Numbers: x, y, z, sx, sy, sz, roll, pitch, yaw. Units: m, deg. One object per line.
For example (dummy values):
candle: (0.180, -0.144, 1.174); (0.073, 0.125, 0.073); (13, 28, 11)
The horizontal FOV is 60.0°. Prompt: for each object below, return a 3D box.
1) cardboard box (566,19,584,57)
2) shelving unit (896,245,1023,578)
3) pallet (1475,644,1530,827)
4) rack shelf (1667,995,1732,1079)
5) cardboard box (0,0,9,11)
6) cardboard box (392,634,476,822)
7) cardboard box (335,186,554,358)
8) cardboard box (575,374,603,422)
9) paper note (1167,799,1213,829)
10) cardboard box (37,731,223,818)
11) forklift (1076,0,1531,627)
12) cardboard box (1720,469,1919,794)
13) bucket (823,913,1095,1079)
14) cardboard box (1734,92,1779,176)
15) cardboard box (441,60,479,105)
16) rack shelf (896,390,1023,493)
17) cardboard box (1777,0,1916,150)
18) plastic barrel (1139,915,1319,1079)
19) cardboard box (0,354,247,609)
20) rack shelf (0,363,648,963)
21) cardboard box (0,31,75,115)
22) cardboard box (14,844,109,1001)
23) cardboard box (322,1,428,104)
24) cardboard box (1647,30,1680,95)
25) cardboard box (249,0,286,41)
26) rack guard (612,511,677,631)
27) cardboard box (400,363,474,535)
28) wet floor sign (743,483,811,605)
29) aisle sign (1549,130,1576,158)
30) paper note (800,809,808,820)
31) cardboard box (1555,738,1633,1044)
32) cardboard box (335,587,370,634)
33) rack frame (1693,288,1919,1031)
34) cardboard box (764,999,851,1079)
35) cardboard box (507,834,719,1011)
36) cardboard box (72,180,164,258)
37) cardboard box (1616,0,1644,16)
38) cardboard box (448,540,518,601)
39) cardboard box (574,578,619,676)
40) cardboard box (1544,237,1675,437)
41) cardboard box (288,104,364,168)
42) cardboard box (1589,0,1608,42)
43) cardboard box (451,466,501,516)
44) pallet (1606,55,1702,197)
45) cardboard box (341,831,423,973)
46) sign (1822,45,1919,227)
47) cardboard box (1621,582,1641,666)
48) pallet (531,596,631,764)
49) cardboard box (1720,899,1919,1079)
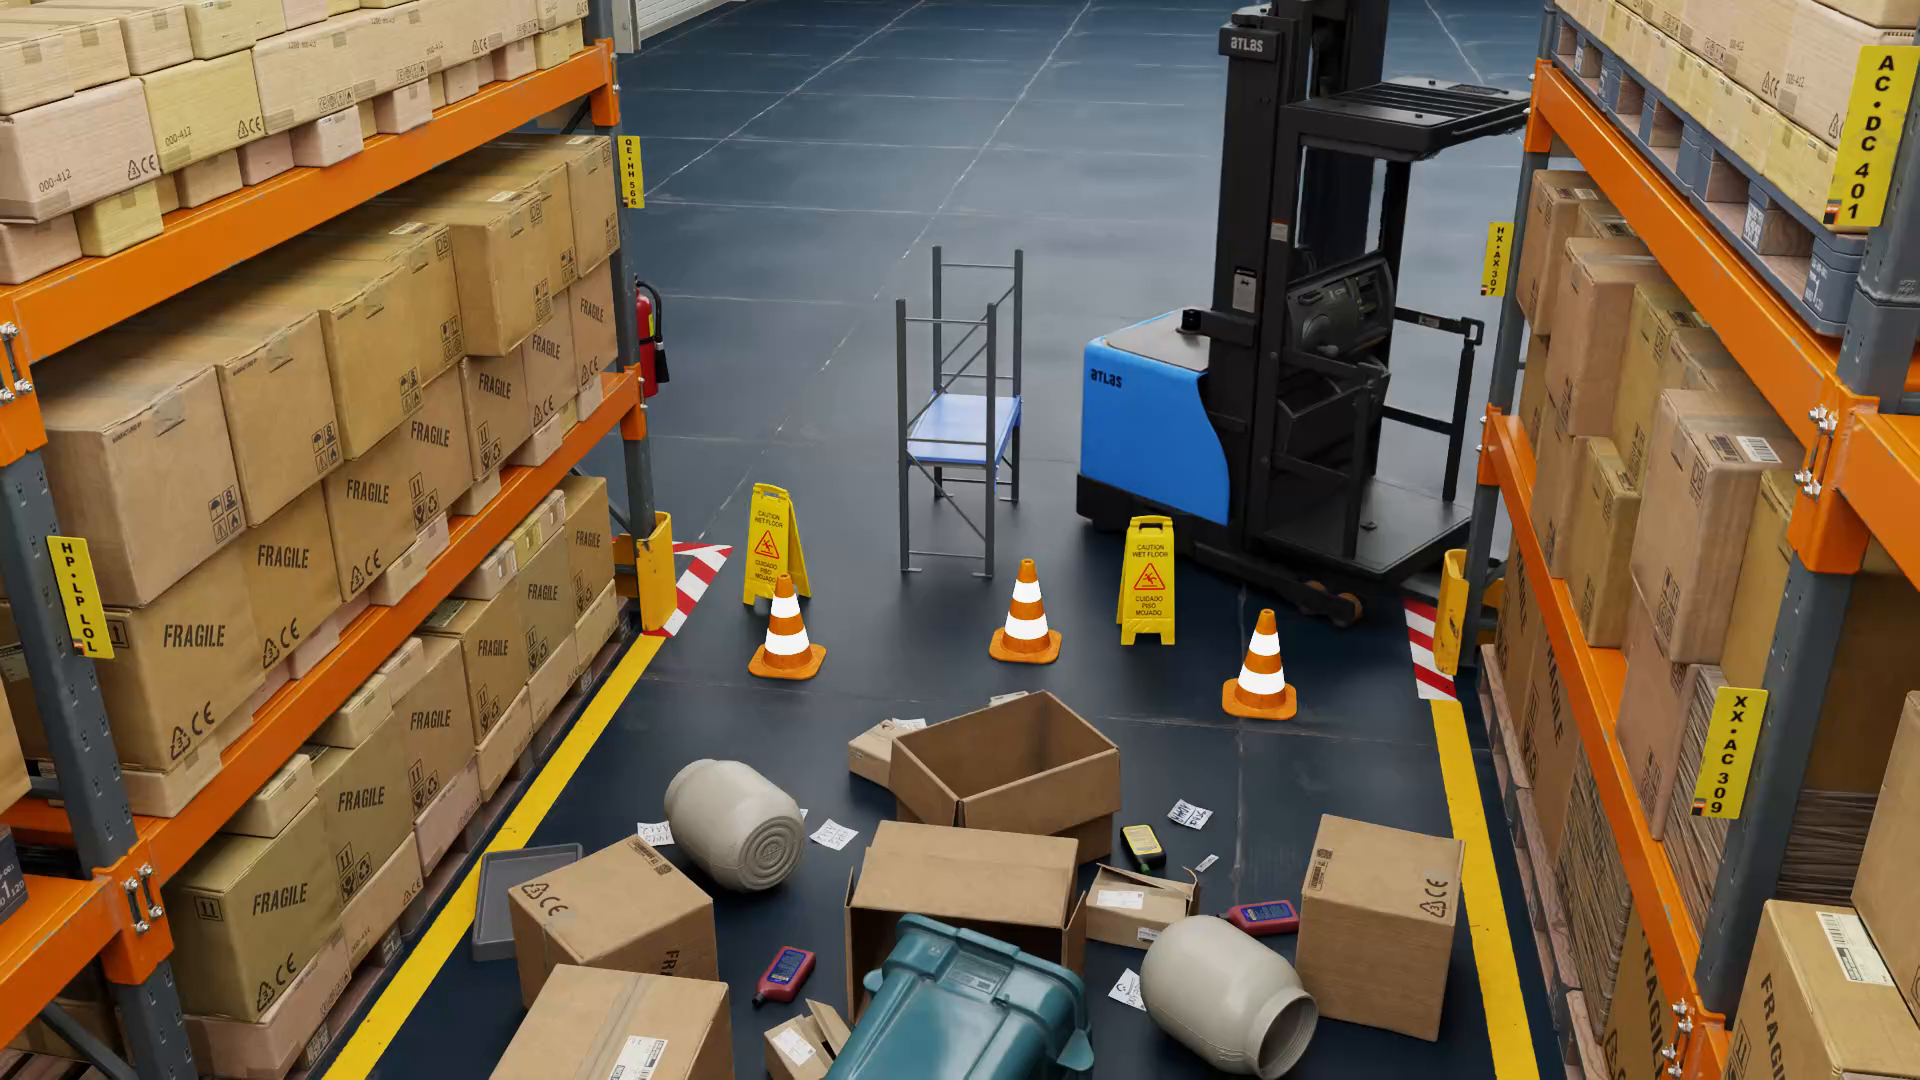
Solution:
cardboard box: (-1.814, -2.120, 6.999); (0.380, 0.149, 0.250); (4, 25, 9)
shelving unit: (0.014, -0.715, 9.008); (0.538, 1.500, 1.048); (4, 25, 9)
pallet: (2.815, 0.860, 7.165); (1.003, 0.211, 1.213); (4, 25, 9)
rack shelf: (1.887, 2.092, 2.091); (1.077, 0.370, 4.000); (4, 25, 9)
cardboard box: (-2.752, -1.341, 4.395); (0.380, 0.149, 0.250); (5, 25, 10)
cardboard box: (-2.161, 0.675, 6.133); (0.500, 0.500, 0.500); (5, 26, 11)
cardboard box: (-1.972, -1.016, 6.235); (0.700, 0.500, 0.500); (4, 25, 8)
cardboard box: (-1.814, -0.645, 7.386); (0.380, 0.149, 0.250); (4, 25, 8)
paper note: (0.944, 1.123, 6.817); (0.144, 0.017, 0.142); (13, 28, 26)
cardboard box: (-2.318, 0.633, 4.655); (0.380, 0.149, 0.250); (4, 25, 8)
forklift: (2.069, -1.144, 8.237); (3.031, 2.935, 1.130); (22, 33, 39)
cardboard box: (2.309, 0.221, 3.789); (0.875, 0.550, 0.550); (4, 25, 9)
bucket: (-0.038, 1.507, 4.560); (0.726, 0.611, 0.620); (13, 38, 26)
cardboard box: (2.040, -0.939, 3.862); (0.380, 0.149, 0.250); (4, 25, 9)
cardboard box: (-2.001, -1.696, 6.093); (0.380, 0.149, 0.250); (4, 25, 8)
rack shelf: (0.014, -0.552, 9.085); (0.538, 0.185, 1.000); (4, 25, 9)
cardboard box: (2.041, -0.955, 3.426); (0.500, 0.250, 0.500); (4, 25, 8)
plastic barrel: (0.886, 1.516, 5.512); (0.421, 0.421, 0.512); (-20, 32, -36)
cardboard box: (-2.400, -0.173, 4.433); (0.700, 0.500, 0.500); (4, 25, 8)
rack shelf: (-2.359, 0.118, 6.307); (1.077, 0.370, 4.000); (4, 25, 9)
cardboard box: (-2.312, -1.086, 3.849); (0.380, 0.149, 0.250); (4, 25, 8)
cardboard box: (-2.854, 1.079, 5.271); (0.500, 0.500, 0.500); (4, 25, 8)
cardboard box: (-2.094, -1.598, 5.412); (0.500, 0.250, 0.500); (4, 25, 9)
cardboard box: (2.207, -1.363, 4.769); (0.380, 0.149, 0.250); (4, 25, 8)
cardboard box: (-2.186, -1.522, 4.780); (0.380, 0.149, 0.250); (3, 25, 7)
rack guard: (-2.044, 0.120, 8.404); (1.175, 0.500, 0.348); (4, 25, 9)
cardboard box: (-2.122, -0.349, 5.989); (0.500, 0.500, 0.500); (4, 25, 9)
wet floor sign: (-0.945, 0.017, 8.452); (0.267, 0.644, 0.232); (13, 28, 26)
aisle sign: (2.584, -1.971, 6.856); (0.394, 0.787, 0.004); (4, 25, 9)
paper note: (-0.652, 1.138, 6.808); (0.032, 0.001, 0.123); (4, 25, 9)
cardboard box: (2.530, 1.066, 5.444); (0.875, 0.875, 0.875); (4, 25, 9)
cardboard box: (-2.227, 0.196, 5.589); (0.380, 0.149, 0.250); (4, 25, 8)
rack frame: (2.214, 0.930, 3.725); (1.000, 3.000, 0.127); (4, 25, 9)
cardboard box: (-0.435, 1.675, 5.358); (0.258, 0.266, 0.396); (-14, 29, -27)
cardboard box: (-1.168, 1.406, 5.653); (0.500, 0.500, 0.500); (-20, 32, -36)
cardboard box: (-2.292, -0.835, 4.253); (0.380, 0.149, 0.250); (4, 25, 9)
cardboard box: (2.372, -1.796, 5.224); (0.500, 0.250, 0.500); (4, 25, 8)
cardboard box: (-1.988, 0.104, 6.588); (0.380, 0.149, 0.250); (5, 26, 11)
cardboard box: (-1.903, 0.378, 7.652); (0.500, 0.250, 0.500); (4, 25, 8)
cardboard box: (2.545, -0.686, 5.728); (0.875, 0.550, 0.550); (4, 25, 9)
cardboard box: (-2.096, -1.262, 5.166); (0.380, 0.149, 0.250); (4, 25, 7)
cardboard box: (2.372, -1.785, 5.670); (0.380, 0.149, 0.250); (4, 25, 9)
cardboard box: (-2.022, -0.219, 6.476); (0.380, 0.149, 0.250); (4, 25, 8)
pallet: (2.560, -1.239, 4.925); (1.003, 0.211, 1.213); (4, 25, 9)
cardboard box: (-2.247, 1.232, 5.828); (0.500, 0.250, 0.500); (5, 26, 11)
sign: (1.667, -0.737, 3.044); (0.100, 0.325, 0.005); (4, 25, 9)
cardboard box: (2.535, 0.257, 4.985); (0.875, 0.550, 0.550); (4, 25, 9)
pallet: (-2.212, 0.588, 7.744); (1.003, 0.211, 1.213); (4, 25, 9)
cardboard box: (1.863, 1.086, 3.274); (0.500, 0.500, 0.500); (4, 25, 9)
